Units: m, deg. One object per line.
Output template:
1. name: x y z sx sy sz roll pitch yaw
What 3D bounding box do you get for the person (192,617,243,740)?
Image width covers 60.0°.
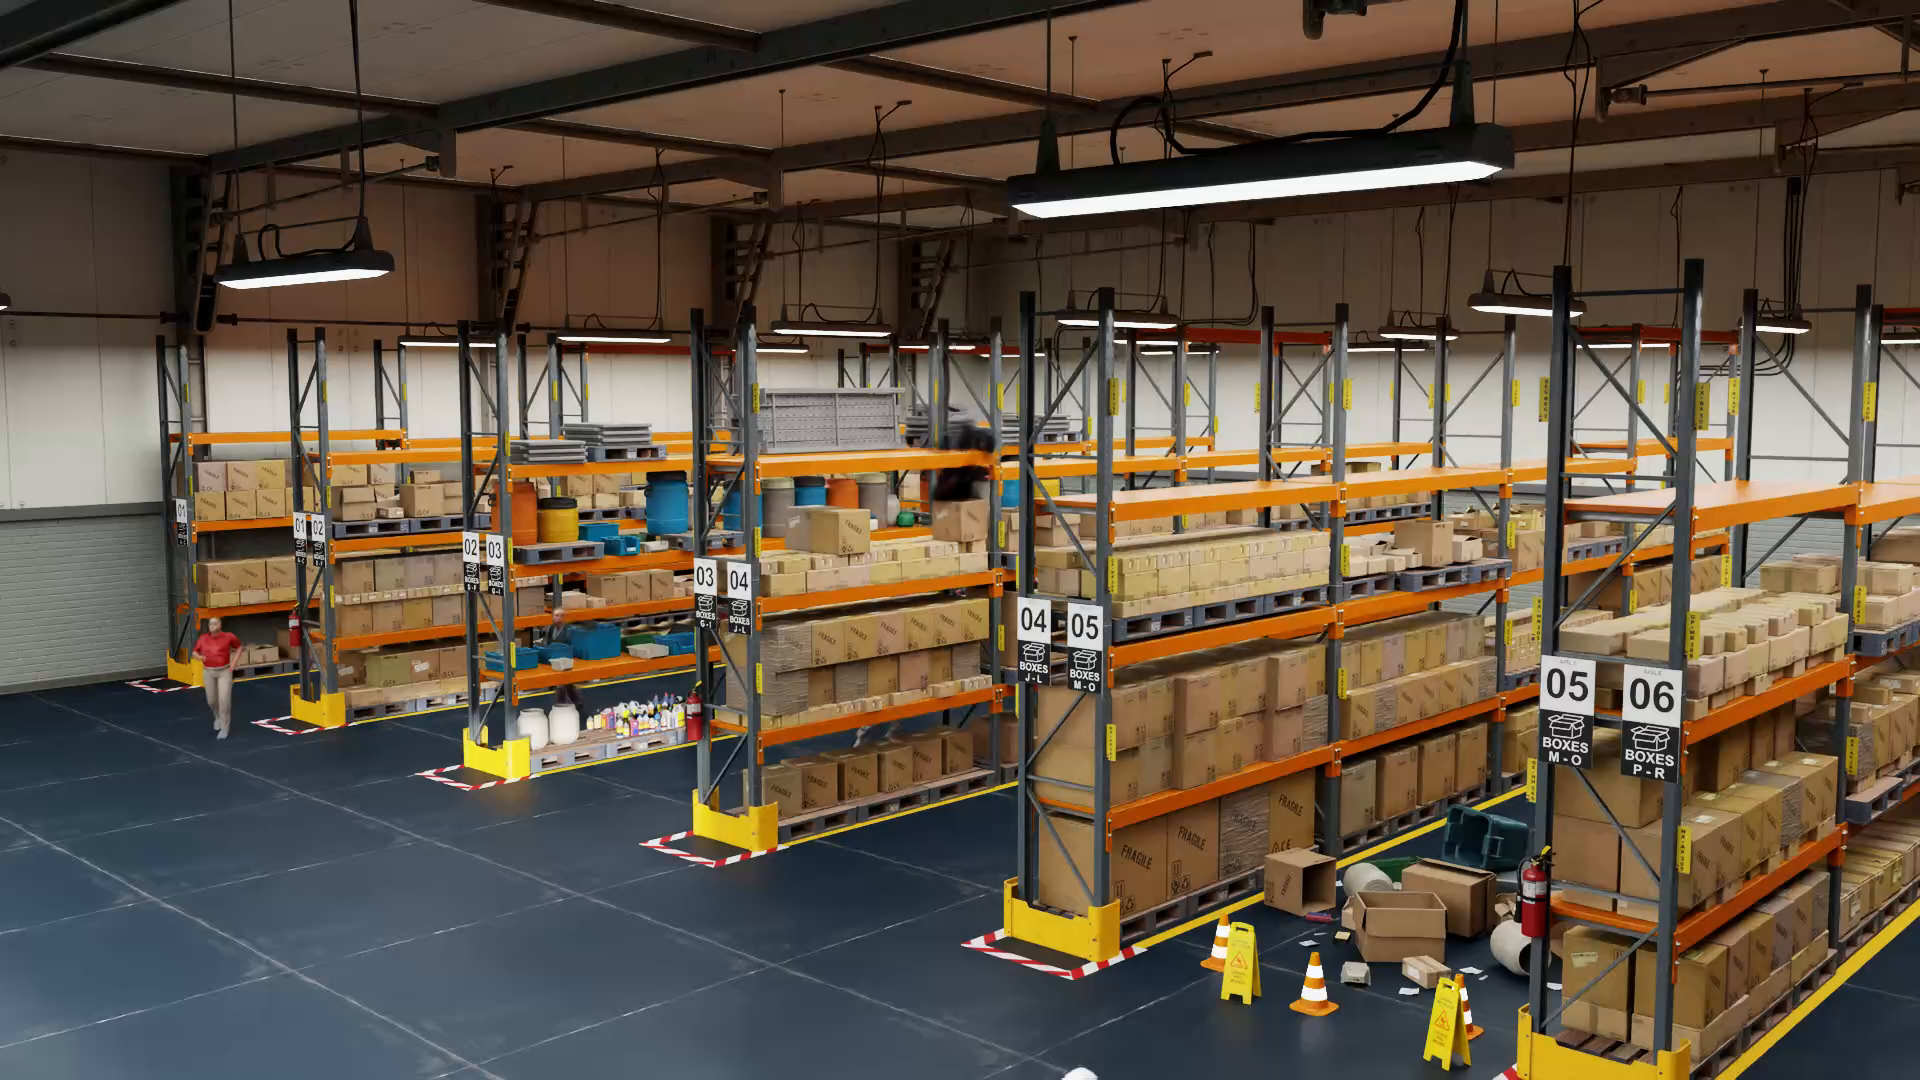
1. person: -10.946 2.005 24.506 0.678 1.768 0.865 -1 5 -12

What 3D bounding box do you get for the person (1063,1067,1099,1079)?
1. person: 0.643 3.502 8.397 0.680 1.783 0.822 1 5 7

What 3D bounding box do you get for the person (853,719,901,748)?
1. person: -1.143 1.890 22.578 0.670 1.880 0.772 5 7 40

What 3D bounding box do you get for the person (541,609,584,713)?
1. person: -6.060 1.912 25.453 0.610 1.750 0.889 3 6 33
